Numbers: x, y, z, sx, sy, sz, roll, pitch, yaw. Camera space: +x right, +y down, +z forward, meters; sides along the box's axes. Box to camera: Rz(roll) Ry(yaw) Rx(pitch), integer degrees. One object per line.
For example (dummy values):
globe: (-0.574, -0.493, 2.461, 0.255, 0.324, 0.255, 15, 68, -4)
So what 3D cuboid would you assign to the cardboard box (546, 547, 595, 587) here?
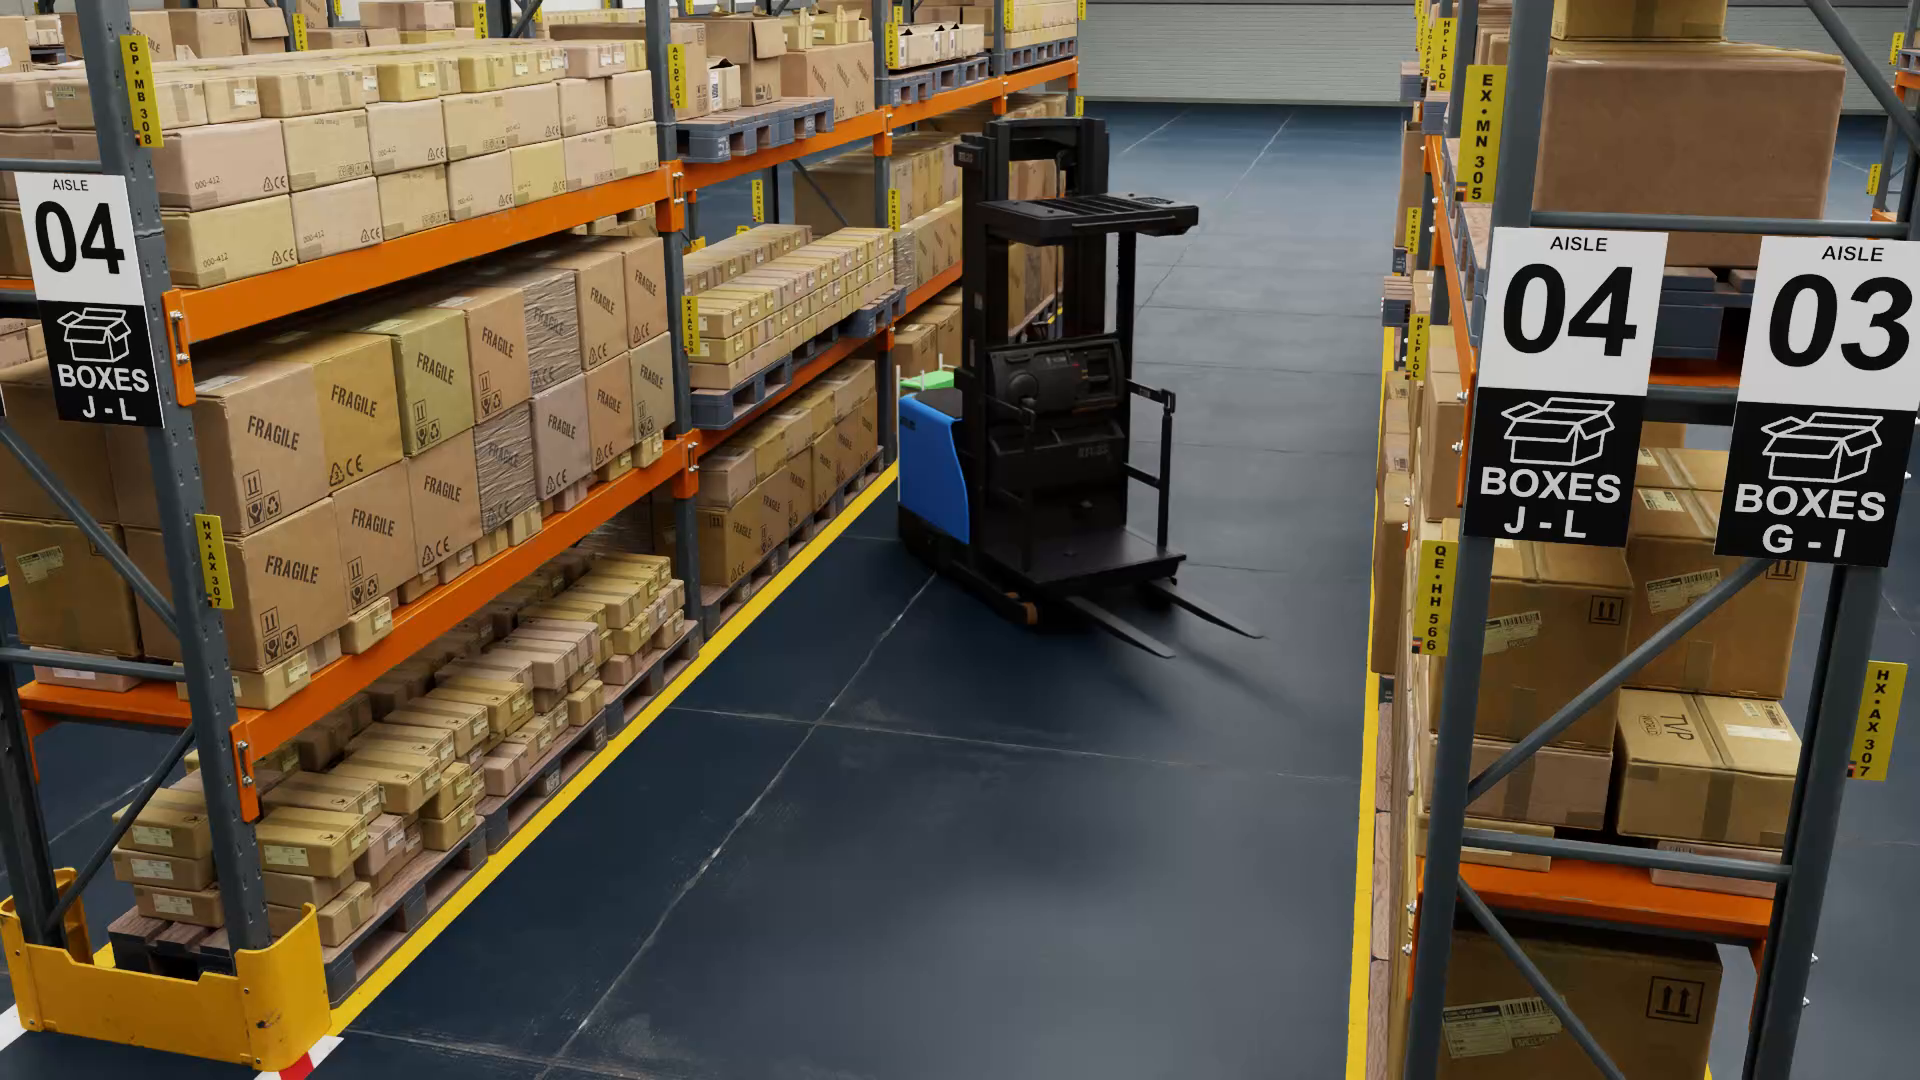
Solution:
cardboard box: (-2.301, 0.147, 9.458, 0.380, 0.149, 0.250, 5, 20, 16)

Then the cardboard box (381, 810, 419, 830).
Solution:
cardboard box: (-2.521, 1.141, 7.008, 0.380, 0.149, 0.250, 5, 19, 14)

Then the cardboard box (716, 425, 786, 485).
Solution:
cardboard box: (-1.452, -0.562, 10.751, 0.500, 0.250, 0.500, 5, 20, 15)

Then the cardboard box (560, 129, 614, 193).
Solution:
cardboard box: (-2.007, -1.832, 8.001, 0.500, 0.250, 0.500, 5, 19, 13)

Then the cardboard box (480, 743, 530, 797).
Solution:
cardboard box: (-2.232, 1.054, 7.721, 0.380, 0.149, 0.250, 4, 19, 11)

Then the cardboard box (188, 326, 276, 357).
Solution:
cardboard box: (-2.999, -0.543, 6.475, 0.500, 0.500, 0.500, 4, 19, 12)

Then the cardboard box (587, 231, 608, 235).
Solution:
cardboard box: (-4.361, -3.265, 19.051, 0.500, 0.500, 0.500, 5, 20, 16)

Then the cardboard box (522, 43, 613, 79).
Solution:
cardboard box: (-1.901, -2.304, 7.994, 0.380, 0.149, 0.250, 5, 19, 13)

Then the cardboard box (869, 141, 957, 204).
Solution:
cardboard box: (-0.425, -3.366, 15.200, 0.700, 0.500, 0.500, 5, 19, 14)

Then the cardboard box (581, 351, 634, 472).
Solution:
cardboard box: (-1.988, -0.665, 8.380, 0.500, 0.500, 0.500, 4, 19, 12)

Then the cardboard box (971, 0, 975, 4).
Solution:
cardboard box: (-0.035, -5.703, 17.453, 0.380, 0.149, 0.250, 5, 19, 14)

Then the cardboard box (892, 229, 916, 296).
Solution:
cardboard box: (-0.667, -2.234, 13.433, 0.500, 0.500, 0.500, 5, 19, 14)

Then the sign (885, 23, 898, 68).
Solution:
sign: (-0.513, -3.688, 12.404, 0.100, 0.325, 0.005, 5, 19, 13)

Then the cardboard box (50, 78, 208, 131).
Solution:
cardboard box: (-2.693, -1.417, 5.398, 0.380, 0.149, 0.250, 4, 19, 13)

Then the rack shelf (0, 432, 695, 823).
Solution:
rack shelf: (-2.505, 0.154, 7.710, 1.077, 0.370, 4.000, 5, 19, 13)

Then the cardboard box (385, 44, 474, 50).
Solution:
cardboard box: (-2.535, -2.272, 7.899, 0.380, 0.149, 0.250, 4, 19, 12)

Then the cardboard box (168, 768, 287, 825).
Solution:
cardboard box: (-2.993, 1.049, 6.817, 0.380, 0.149, 0.250, 5, 19, 14)

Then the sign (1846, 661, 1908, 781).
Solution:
sign: (2.328, 0.462, 4.233, 0.100, 0.325, 0.005, 5, 19, 13)

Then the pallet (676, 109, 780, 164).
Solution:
pallet: (-1.762, -2.329, 9.517, 1.213, 0.211, 1.003, 5, 19, 13)

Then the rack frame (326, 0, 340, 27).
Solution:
rack frame: (-8.723, -8.164, 21.667, 1.000, 3.000, 0.127, 5, 19, 13)

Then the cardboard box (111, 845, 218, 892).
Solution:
cardboard box: (-3.141, 1.262, 6.654, 0.380, 0.149, 0.250, 4, 19, 12)

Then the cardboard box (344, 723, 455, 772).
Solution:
cardboard box: (-2.419, 0.922, 7.187, 0.380, 0.149, 0.250, 4, 19, 11)

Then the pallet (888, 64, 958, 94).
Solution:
pallet: (-0.663, -3.954, 14.276, 1.003, 0.211, 1.213, 6, 20, 16)

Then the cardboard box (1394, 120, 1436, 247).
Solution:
cardboard box: (4.394, -3.143, 14.669, 1.000, 1.000, 1.000, 5, 19, 14)

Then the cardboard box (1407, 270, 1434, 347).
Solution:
cardboard box: (3.364, -1.561, 11.461, 0.500, 0.500, 0.500, 5, 20, 15)

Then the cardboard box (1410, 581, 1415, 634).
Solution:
cardboard box: (1.995, 0.284, 6.605, 0.380, 0.149, 0.250, 4, 19, 12)

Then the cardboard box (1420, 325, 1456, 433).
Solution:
cardboard box: (2.404, -0.685, 7.664, 0.500, 0.500, 0.500, 5, 19, 13)

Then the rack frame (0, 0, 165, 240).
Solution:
rack frame: (-2.993, -2.399, 4.789, 1.000, 3.000, 0.127, 5, 19, 13)

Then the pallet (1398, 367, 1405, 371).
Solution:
pallet: (4.535, -1.334, 15.267, 1.003, 0.211, 1.213, 5, 19, 13)

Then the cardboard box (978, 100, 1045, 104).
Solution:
cardboard box: (0.474, -4.699, 18.902, 0.875, 0.550, 0.550, 5, 19, 13)

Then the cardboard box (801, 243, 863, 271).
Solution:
cardboard box: (-0.903, -1.994, 11.705, 0.380, 0.149, 0.250, 5, 20, 15)

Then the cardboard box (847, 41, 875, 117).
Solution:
cardboard box: (-0.932, -3.335, 12.016, 0.500, 0.500, 0.500, 5, 19, 13)

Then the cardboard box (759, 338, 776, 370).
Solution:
cardboard box: (-1.347, -1.146, 10.142, 0.380, 0.149, 0.250, 5, 19, 14)

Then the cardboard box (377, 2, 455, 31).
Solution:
cardboard box: (-5.132, -4.951, 15.710, 0.500, 0.250, 0.500, 5, 19, 14)

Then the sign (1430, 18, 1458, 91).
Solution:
sign: (2.240, -2.243, 7.687, 0.100, 0.325, 0.005, 5, 19, 13)

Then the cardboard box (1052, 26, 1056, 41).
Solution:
cardboard box: (0.852, -5.592, 18.364, 0.380, 0.149, 0.250, 5, 19, 14)

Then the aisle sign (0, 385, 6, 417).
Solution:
aisle sign: (-3.302, -0.791, 5.341, 0.394, 0.787, 0.004, 5, 19, 13)

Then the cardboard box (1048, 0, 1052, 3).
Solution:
cardboard box: (0.790, -5.889, 17.997, 0.380, 0.149, 0.250, 5, 19, 14)

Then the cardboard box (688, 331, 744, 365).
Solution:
cardboard box: (-1.474, -1.122, 9.609, 0.380, 0.149, 0.250, 5, 19, 14)

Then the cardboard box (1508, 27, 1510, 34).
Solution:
cardboard box: (2.636, -1.853, 6.873, 0.700, 0.500, 0.500, 4, 19, 10)

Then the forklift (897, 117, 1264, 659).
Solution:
forklift: (0.710, -1.012, 10.117, 1.130, 2.935, 3.031, -10, 21, -27)

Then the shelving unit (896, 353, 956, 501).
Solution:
shelving unit: (-0.195, -0.679, 11.820, 0.258, 1.200, 0.503, 14, 23, 35)

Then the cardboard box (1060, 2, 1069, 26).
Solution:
cardboard box: (0.944, -5.978, 18.876, 0.500, 0.250, 0.500, 5, 19, 13)

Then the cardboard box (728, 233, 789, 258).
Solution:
cardboard box: (-1.467, -2.138, 12.126, 0.380, 0.149, 0.250, 5, 19, 13)

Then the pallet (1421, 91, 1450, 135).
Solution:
pallet: (3.640, -2.768, 10.803, 1.213, 0.211, 1.003, 6, 20, 16)

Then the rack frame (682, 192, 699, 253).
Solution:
rack frame: (-3.909, -4.934, 21.493, 1.000, 3.000, 0.127, 5, 19, 13)

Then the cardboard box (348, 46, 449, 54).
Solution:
cardboard box: (-2.578, -2.189, 7.657, 0.380, 0.149, 0.250, 4, 19, 12)

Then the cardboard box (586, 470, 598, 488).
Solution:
cardboard box: (-2.069, -0.343, 8.440, 0.380, 0.149, 0.250, 4, 19, 12)

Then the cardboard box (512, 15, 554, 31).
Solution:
cardboard box: (-4.493, -5.431, 17.463, 0.380, 0.149, 0.250, 4, 19, 12)

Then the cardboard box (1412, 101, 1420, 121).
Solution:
cardboard box: (5.173, -4.506, 18.077, 0.500, 0.500, 0.500, 5, 19, 13)

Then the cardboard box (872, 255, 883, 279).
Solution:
cardboard box: (-0.781, -2.014, 12.221, 0.380, 0.149, 0.250, 5, 20, 15)
